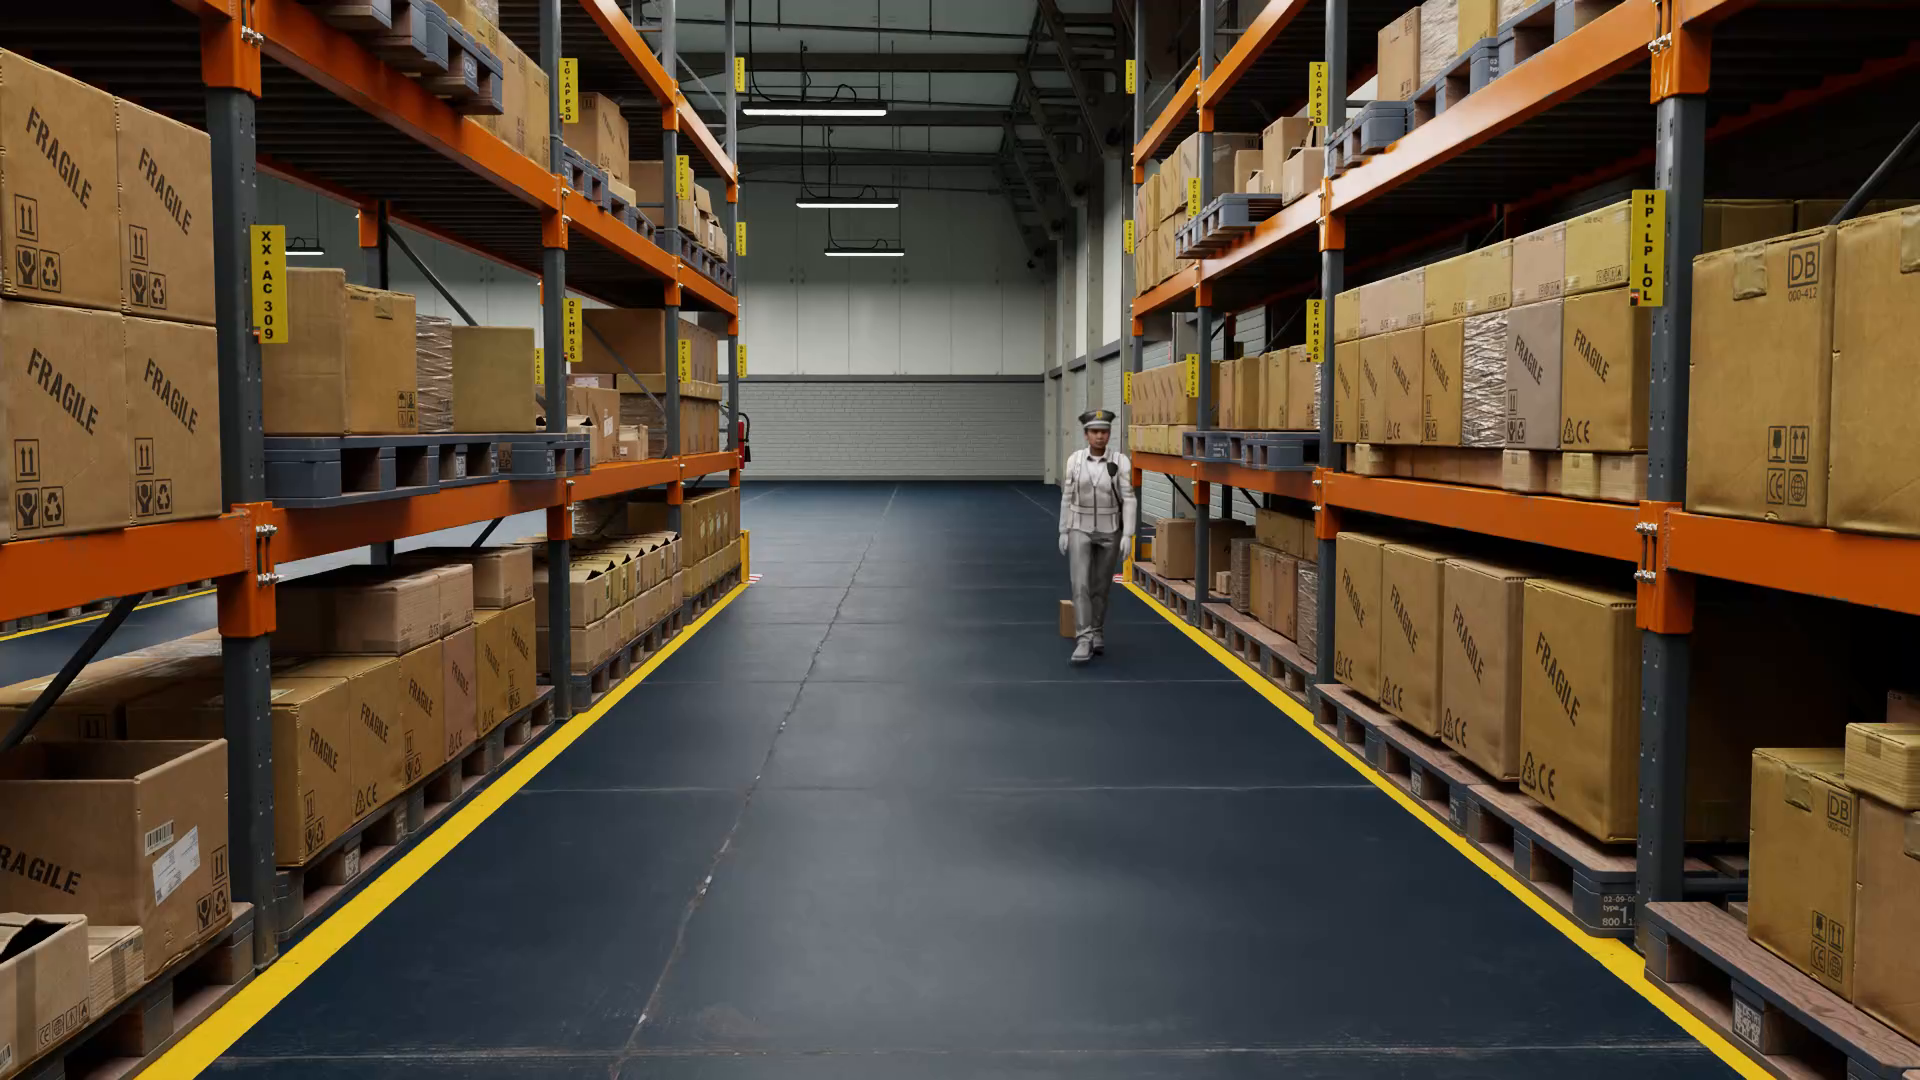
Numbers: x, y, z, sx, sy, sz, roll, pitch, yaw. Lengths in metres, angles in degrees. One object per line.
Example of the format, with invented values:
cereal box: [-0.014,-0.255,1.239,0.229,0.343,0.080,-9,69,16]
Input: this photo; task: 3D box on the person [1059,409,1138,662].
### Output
person: [0.917,-0.053,10.994,0.509,1.619,0.948,0,4,1]
